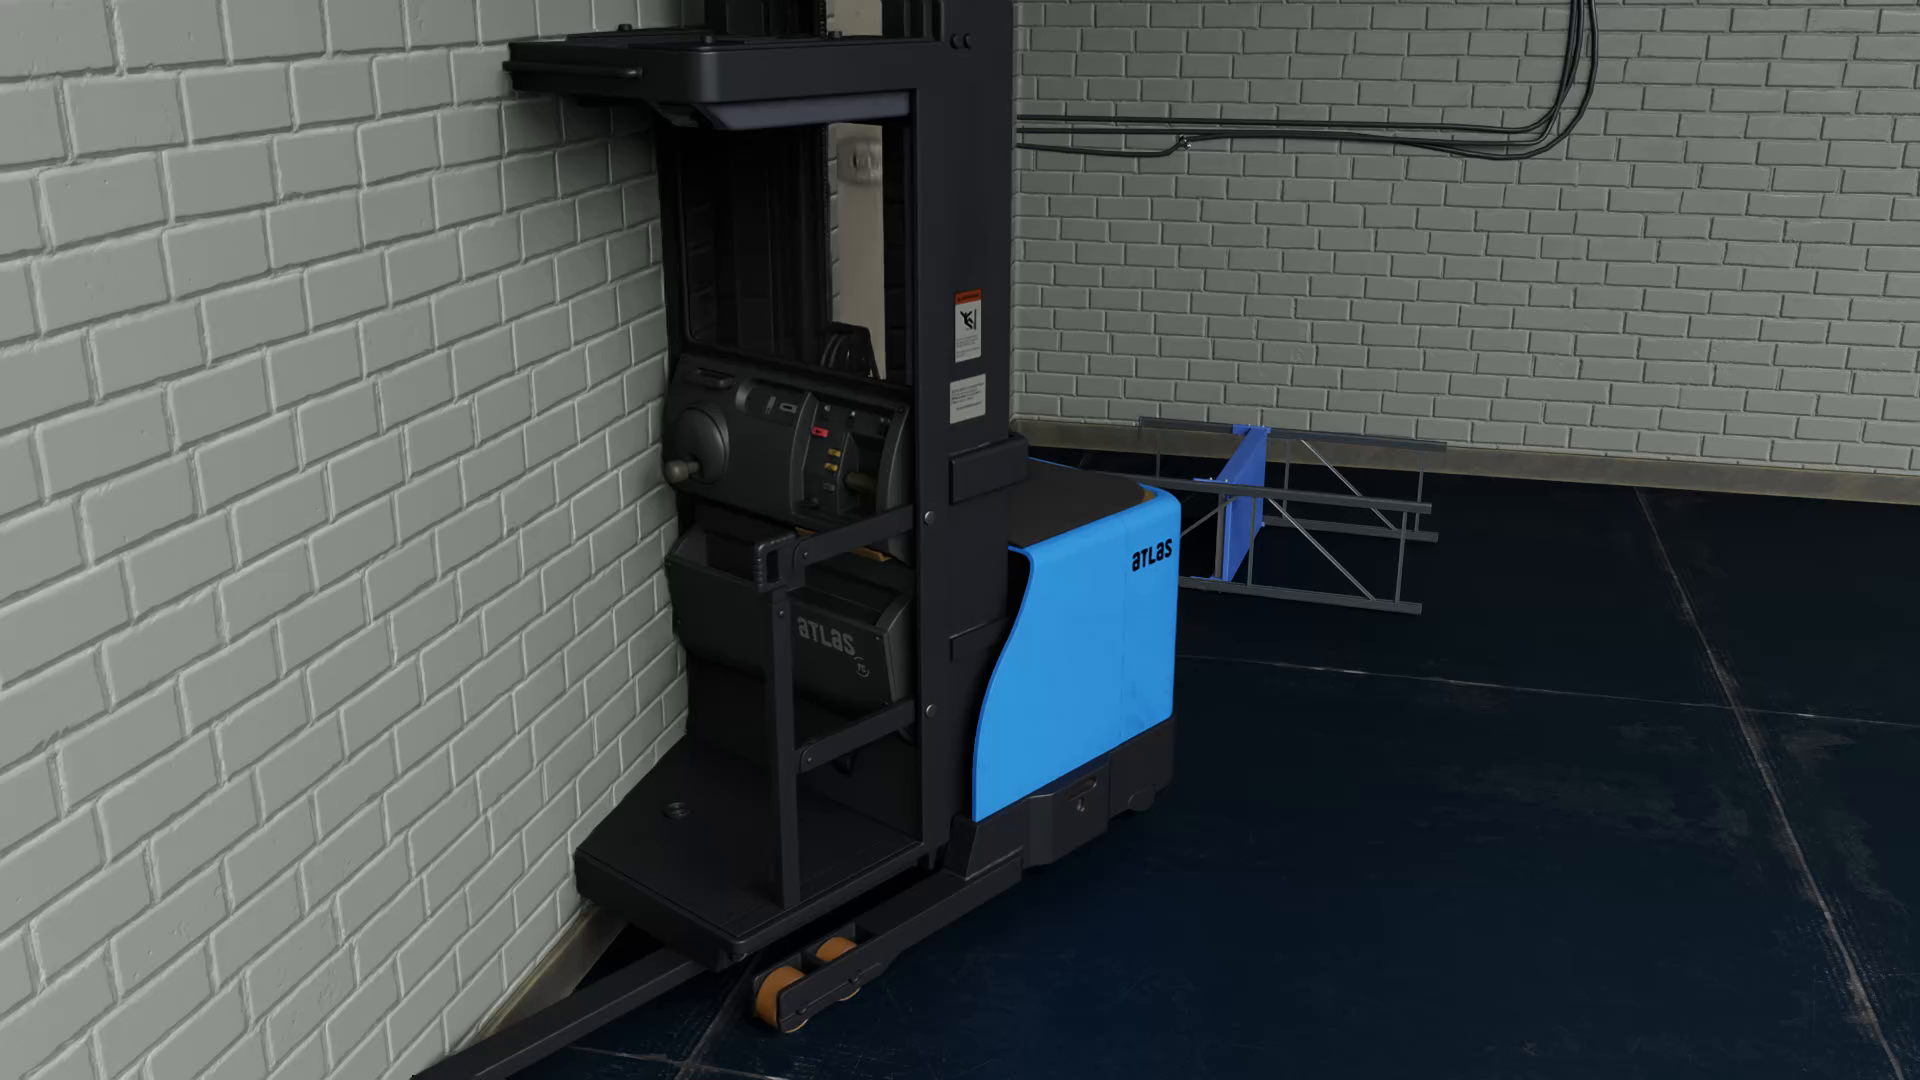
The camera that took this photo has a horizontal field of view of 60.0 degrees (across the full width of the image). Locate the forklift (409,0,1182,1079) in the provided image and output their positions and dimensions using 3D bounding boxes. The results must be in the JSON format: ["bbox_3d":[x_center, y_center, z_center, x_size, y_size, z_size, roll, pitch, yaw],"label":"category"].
[{"bbox_3d":[-0.637,-0.274,4.456,1.130,2.935,3.031,16,25,39],"label":"forklift"}]

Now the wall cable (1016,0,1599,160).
[{"bbox_3d":[1.729,-3.230,8.527,3.097,2.526,0.112,5,19,13],"label":"wall cable"}]

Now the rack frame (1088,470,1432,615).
[{"bbox_3d":[1.285,0.004,7.343,1.500,0.500,0.032,6,20,18],"label":"rack frame"}]

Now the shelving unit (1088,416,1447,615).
[{"bbox_3d":[1.451,-0.151,7.798,1.500,0.538,1.048,6,20,18],"label":"shelving unit"}]

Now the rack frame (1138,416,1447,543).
[{"bbox_3d":[1.617,-0.307,8.252,1.500,0.500,0.032,6,20,18],"label":"rack frame"}]

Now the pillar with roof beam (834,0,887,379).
[{"bbox_3d":[3.902,-3.541,4.632,9.100,9.000,0.400,5,19,13],"label":"pillar with roof beam"}]

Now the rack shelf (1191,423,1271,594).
[{"bbox_3d":[1.281,-0.170,7.853,0.185,0.538,1.000,6,20,18],"label":"rack shelf"}]
